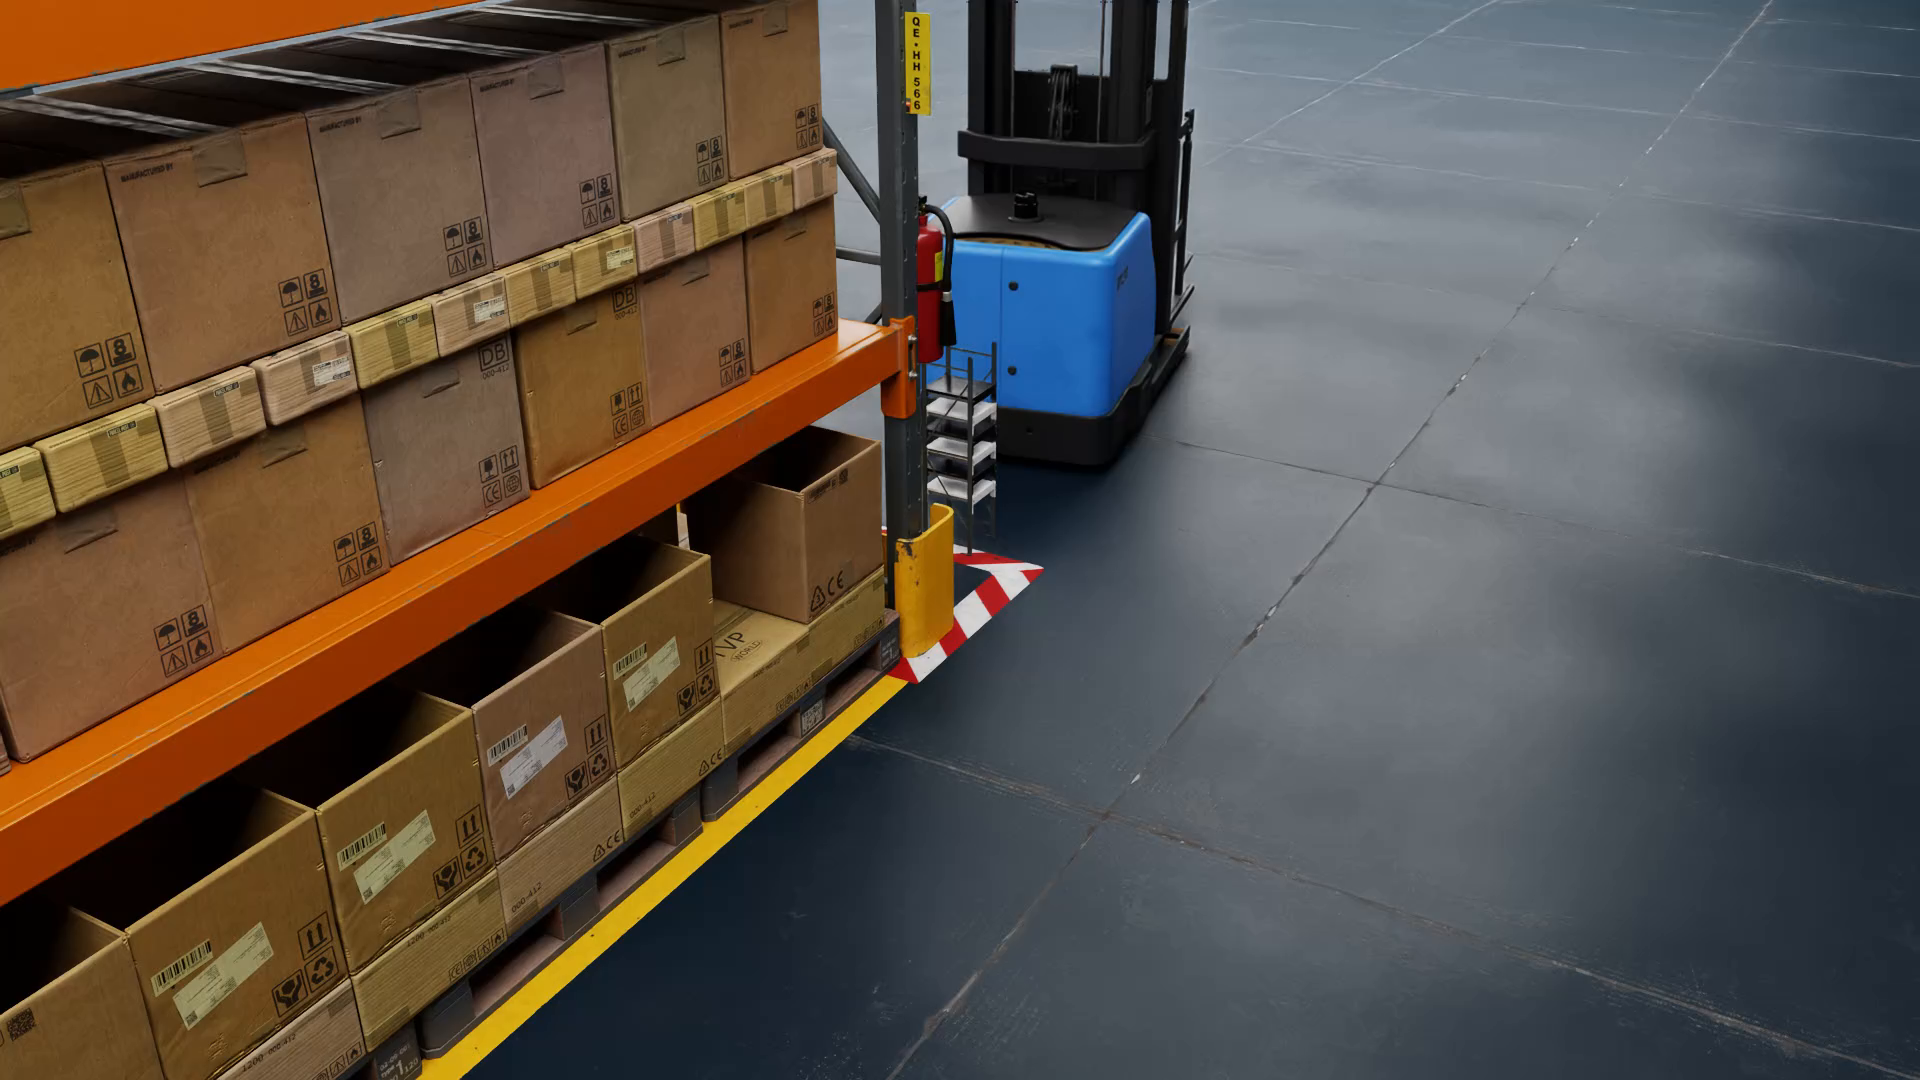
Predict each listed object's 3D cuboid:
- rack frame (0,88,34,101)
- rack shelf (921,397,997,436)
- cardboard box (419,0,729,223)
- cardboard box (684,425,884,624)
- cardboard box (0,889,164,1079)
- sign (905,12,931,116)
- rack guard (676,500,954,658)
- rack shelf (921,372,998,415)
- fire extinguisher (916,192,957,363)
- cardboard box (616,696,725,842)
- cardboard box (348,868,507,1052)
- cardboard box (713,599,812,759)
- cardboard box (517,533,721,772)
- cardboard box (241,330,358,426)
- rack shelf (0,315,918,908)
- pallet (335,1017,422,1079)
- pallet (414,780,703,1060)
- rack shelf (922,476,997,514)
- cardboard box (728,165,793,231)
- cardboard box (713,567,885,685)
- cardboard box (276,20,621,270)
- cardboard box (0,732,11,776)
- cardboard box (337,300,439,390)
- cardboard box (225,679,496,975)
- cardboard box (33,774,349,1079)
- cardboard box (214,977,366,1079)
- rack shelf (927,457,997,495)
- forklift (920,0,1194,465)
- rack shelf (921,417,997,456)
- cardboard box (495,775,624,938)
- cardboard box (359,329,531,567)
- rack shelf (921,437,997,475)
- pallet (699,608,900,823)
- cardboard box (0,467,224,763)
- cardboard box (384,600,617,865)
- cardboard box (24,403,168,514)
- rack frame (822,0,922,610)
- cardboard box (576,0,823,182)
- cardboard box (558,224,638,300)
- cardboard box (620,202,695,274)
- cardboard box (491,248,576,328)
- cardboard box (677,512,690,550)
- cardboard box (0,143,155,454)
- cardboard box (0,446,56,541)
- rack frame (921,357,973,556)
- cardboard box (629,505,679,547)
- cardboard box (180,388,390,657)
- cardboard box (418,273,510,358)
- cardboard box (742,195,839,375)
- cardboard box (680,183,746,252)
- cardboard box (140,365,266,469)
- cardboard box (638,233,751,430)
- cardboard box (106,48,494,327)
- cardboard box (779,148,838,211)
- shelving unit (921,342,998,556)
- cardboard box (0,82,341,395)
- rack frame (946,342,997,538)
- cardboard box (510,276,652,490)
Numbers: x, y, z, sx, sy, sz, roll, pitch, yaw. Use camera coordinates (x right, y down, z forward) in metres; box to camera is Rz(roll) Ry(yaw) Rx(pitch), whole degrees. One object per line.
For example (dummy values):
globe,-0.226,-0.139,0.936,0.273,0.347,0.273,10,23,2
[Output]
rack frame,-4.917,-2.158,8.210,1.000,3.000,0.127,14,30,26
rack shelf,-0.004,-0.531,6.977,0.258,0.077,0.200,14,30,26
cardboard box,-1.127,-1.285,4.904,0.700,0.500,0.500,13,30,25
cardboard box,-0.611,-0.085,5.833,0.500,0.500,0.500,14,30,26
cardboard box,-2.073,1.088,3.491,0.500,0.500,0.500,14,30,26
sign,-0.141,-1.565,5.466,0.100,0.325,0.005,14,30,26
rack guard,-0.595,0.043,6.606,1.175,0.500,0.348,14,30,26
rack shelf,-0.004,-0.611,6.937,0.258,0.077,0.200,14,30,26
fire extinguisher,-0.144,-0.975,5.933,0.296,0.674,0.183,14,30,26
cardboard box,-1.093,0.643,5.217,0.500,0.250,0.500,14,30,26
cardboard box,-1.581,1.033,4.437,0.500,0.250,0.500,14,30,26
cardboard box,-0.849,0.448,5.607,0.500,0.250,0.500,14,30,26
cardboard box,-1.090,0.308,5.048,0.500,0.500,0.500,14,30,26
cardboard box,-1.643,-0.407,3.875,0.380,0.149,0.250,13,30,25
rack shelf,-1.590,0.035,4.632,1.077,0.370,4.000,14,30,26
pallet,-2.146,1.439,4.139,1.003,0.211,1.213,14,30,26
pallet,-1.547,0.962,5.092,1.003,0.211,1.213,14,30,26
rack shelf,-0.004,-0.209,7.138,0.258,0.077,0.200,14,30,26
cardboard box,-0.756,-1.107,5.275,0.380,0.149,0.250,15,30,27
cardboard box,-0.613,0.250,6.002,0.500,0.250,0.500,14,30,26
cardboard box,-1.375,-1.088,4.512,0.700,0.500,0.500,14,30,26
cardboard box,-2.361,0.274,3.240,0.700,0.500,0.500,13,30,25
cardboard box,-1.514,-0.508,4.078,0.380,0.149,0.250,14,30,26
cardboard box,-1.582,0.698,4.269,0.500,0.500,0.500,14,30,26
cardboard box,-1.834,0.891,3.884,0.500,0.500,0.500,14,30,26
cardboard box,-1.832,1.227,4.050,0.500,0.250,0.500,14,30,26
rack shelf,-0.004,-0.289,7.098,0.258,0.077,0.200,14,30,26
forklift,0.652,-2.300,8.570,1.130,2.935,3.031,8,28,16
rack shelf,-0.004,-0.450,7.017,0.258,0.077,0.200,14,30,26
cardboard box,-1.340,0.837,4.829,0.500,0.250,0.500,14,30,26
cardboard box,-1.606,-0.327,4.441,0.700,0.500,0.500,15,30,28
rack shelf,-0.004,-0.370,7.057,0.258,0.077,0.200,14,30,26
pallet,-0.946,0.488,6.038,1.003,0.211,1.213,14,30,26
cardboard box,-2.108,0.067,3.653,0.700,0.500,0.500,14,30,26
cardboard box,-1.337,0.503,4.660,0.500,0.500,0.500,14,30,26
cardboard box,-1.897,-0.205,3.472,0.380,0.149,0.250,14,30,26
rack frame,-0.606,-1.066,6.028,1.000,3.000,0.127,14,30,26
cardboard box,-0.873,-1.491,5.316,0.700,0.500,0.500,14,30,26
cardboard box,-1.136,-0.808,4.676,0.380,0.149,0.250,15,30,28
cardboard box,-1.007,-0.910,4.881,0.380,0.149,0.250,15,30,27
cardboard box,-1.264,-0.705,4.470,0.380,0.149,0.250,15,30,27
cardboard box,-1.064,0.136,6.230,0.500,0.250,0.500,14,30,26
cardboard box,-2.114,-0.503,3.343,0.700,0.500,0.500,14,30,26
cardboard box,-2.024,-0.103,3.268,0.380,0.149,0.250,13,30,25
rack frame,-0.054,-0.360,6.963,0.240,0.900,0.006,14,30,26
cardboard box,-1.308,-0.004,5.672,0.500,0.500,0.500,14,30,26
cardboard box,-1.857,-0.128,4.042,0.700,0.500,0.500,15,30,27
cardboard box,-1.390,-0.605,4.271,0.380,0.149,0.250,14,30,25
cardboard box,-0.847,-0.931,5.648,0.700,0.500,0.500,14,30,26
cardboard box,-0.882,-1.008,5.076,0.380,0.149,0.250,14,30,25
cardboard box,-1.772,-0.302,3.666,0.380,0.149,0.250,13,29,24
cardboard box,-1.101,-0.726,5.237,0.700,0.500,0.500,15,30,27
cardboard box,-1.621,-0.893,4.122,0.700,0.500,0.500,14,30,26
cardboard box,-0.628,-1.210,5.479,0.380,0.149,0.250,14,30,25
shelving unit,-0.004,-0.399,7.042,0.258,0.900,0.210,14,30,26
cardboard box,-1.867,-0.698,3.733,0.700,0.500,0.500,14,30,26
rack frame,0.046,-0.439,7.122,0.240,0.900,0.006,14,30,26
cardboard box,-1.351,-0.533,4.853,0.700,0.500,0.500,14,30,26
